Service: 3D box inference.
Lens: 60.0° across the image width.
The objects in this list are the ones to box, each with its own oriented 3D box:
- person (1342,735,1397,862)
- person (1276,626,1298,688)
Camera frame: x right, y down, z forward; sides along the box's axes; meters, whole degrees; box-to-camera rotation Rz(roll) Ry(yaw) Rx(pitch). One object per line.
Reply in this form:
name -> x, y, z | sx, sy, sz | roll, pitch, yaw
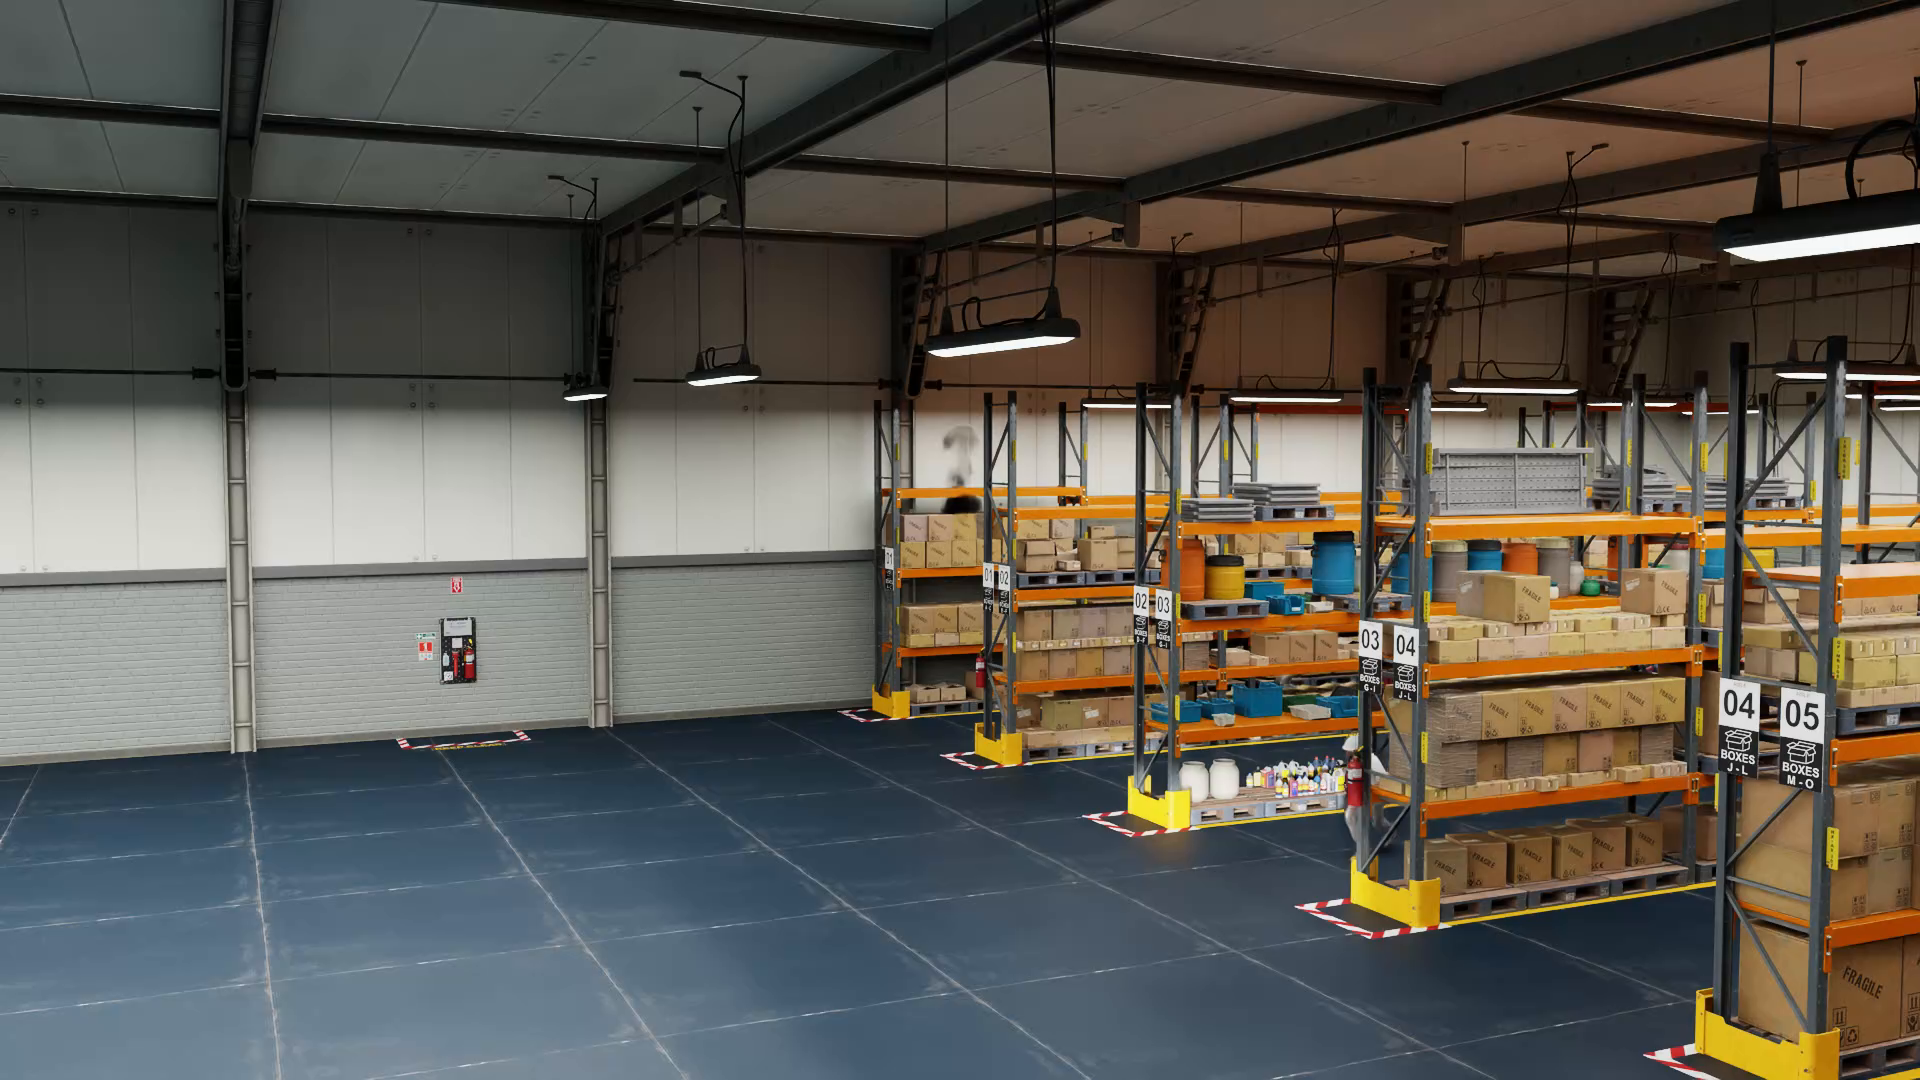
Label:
person -> 5.142, 3.180, 20.732 | 1.130, 1.596, 0.707 | -3, 4, -38
person -> 6.425, 2.406, 32.391 | 0.782, 1.740, 0.674 | -2, 4, -32
